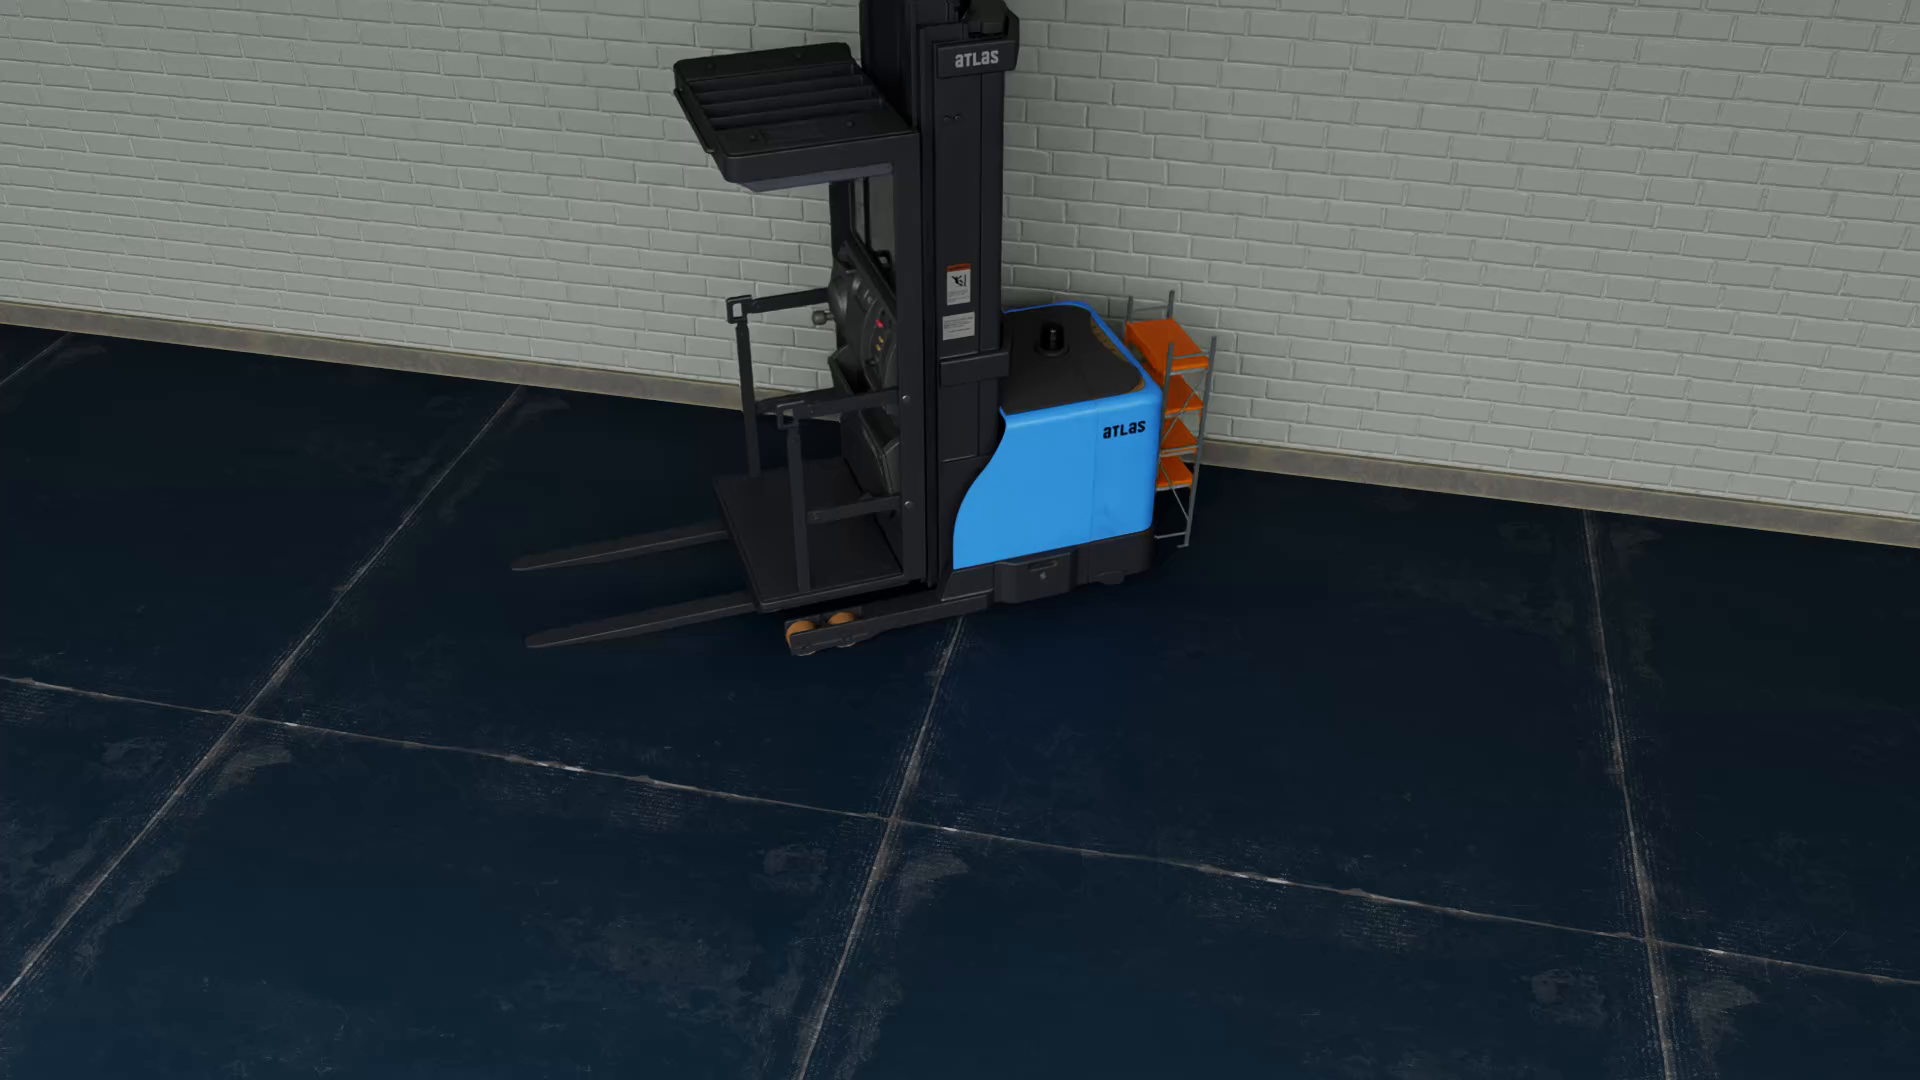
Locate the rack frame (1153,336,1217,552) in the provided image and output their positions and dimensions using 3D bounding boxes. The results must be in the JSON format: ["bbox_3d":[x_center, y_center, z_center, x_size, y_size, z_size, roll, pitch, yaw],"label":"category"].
[{"bbox_3d":[1.067,-0.444,8.102,0.240,1.200,0.015,-9,37,-16],"label":"rack frame"}]

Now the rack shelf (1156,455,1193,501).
[{"bbox_3d":[0.984,-0.363,8.444,0.258,0.148,0.480,-9,37,-16],"label":"rack shelf"}]

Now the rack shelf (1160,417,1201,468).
[{"bbox_3d":[0.990,-0.525,8.329,0.258,0.148,0.480,-9,37,-16],"label":"rack shelf"}]

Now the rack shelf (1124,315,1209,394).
[{"bbox_3d":[1.006,-0.901,8.063,0.258,0.148,0.480,-9,37,-16],"label":"rack shelf"}]

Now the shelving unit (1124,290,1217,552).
[{"bbox_3d":[0.993,-0.580,8.290,0.258,1.200,0.503,-9,37,-16],"label":"shelving unit"}]

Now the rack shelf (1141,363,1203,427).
[{"bbox_3d":[0.998,-0.708,8.200,0.258,0.148,0.480,-9,37,-16],"label":"rack shelf"}]

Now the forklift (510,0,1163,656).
[{"bbox_3d":[-0.622,-0.995,7.395,3.031,2.935,1.130,-11,37,-15],"label":"forklift"}]

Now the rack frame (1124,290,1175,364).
[{"bbox_3d":[0.918,-0.717,8.478,0.240,1.200,0.015,-9,37,-16],"label":"rack frame"}]
